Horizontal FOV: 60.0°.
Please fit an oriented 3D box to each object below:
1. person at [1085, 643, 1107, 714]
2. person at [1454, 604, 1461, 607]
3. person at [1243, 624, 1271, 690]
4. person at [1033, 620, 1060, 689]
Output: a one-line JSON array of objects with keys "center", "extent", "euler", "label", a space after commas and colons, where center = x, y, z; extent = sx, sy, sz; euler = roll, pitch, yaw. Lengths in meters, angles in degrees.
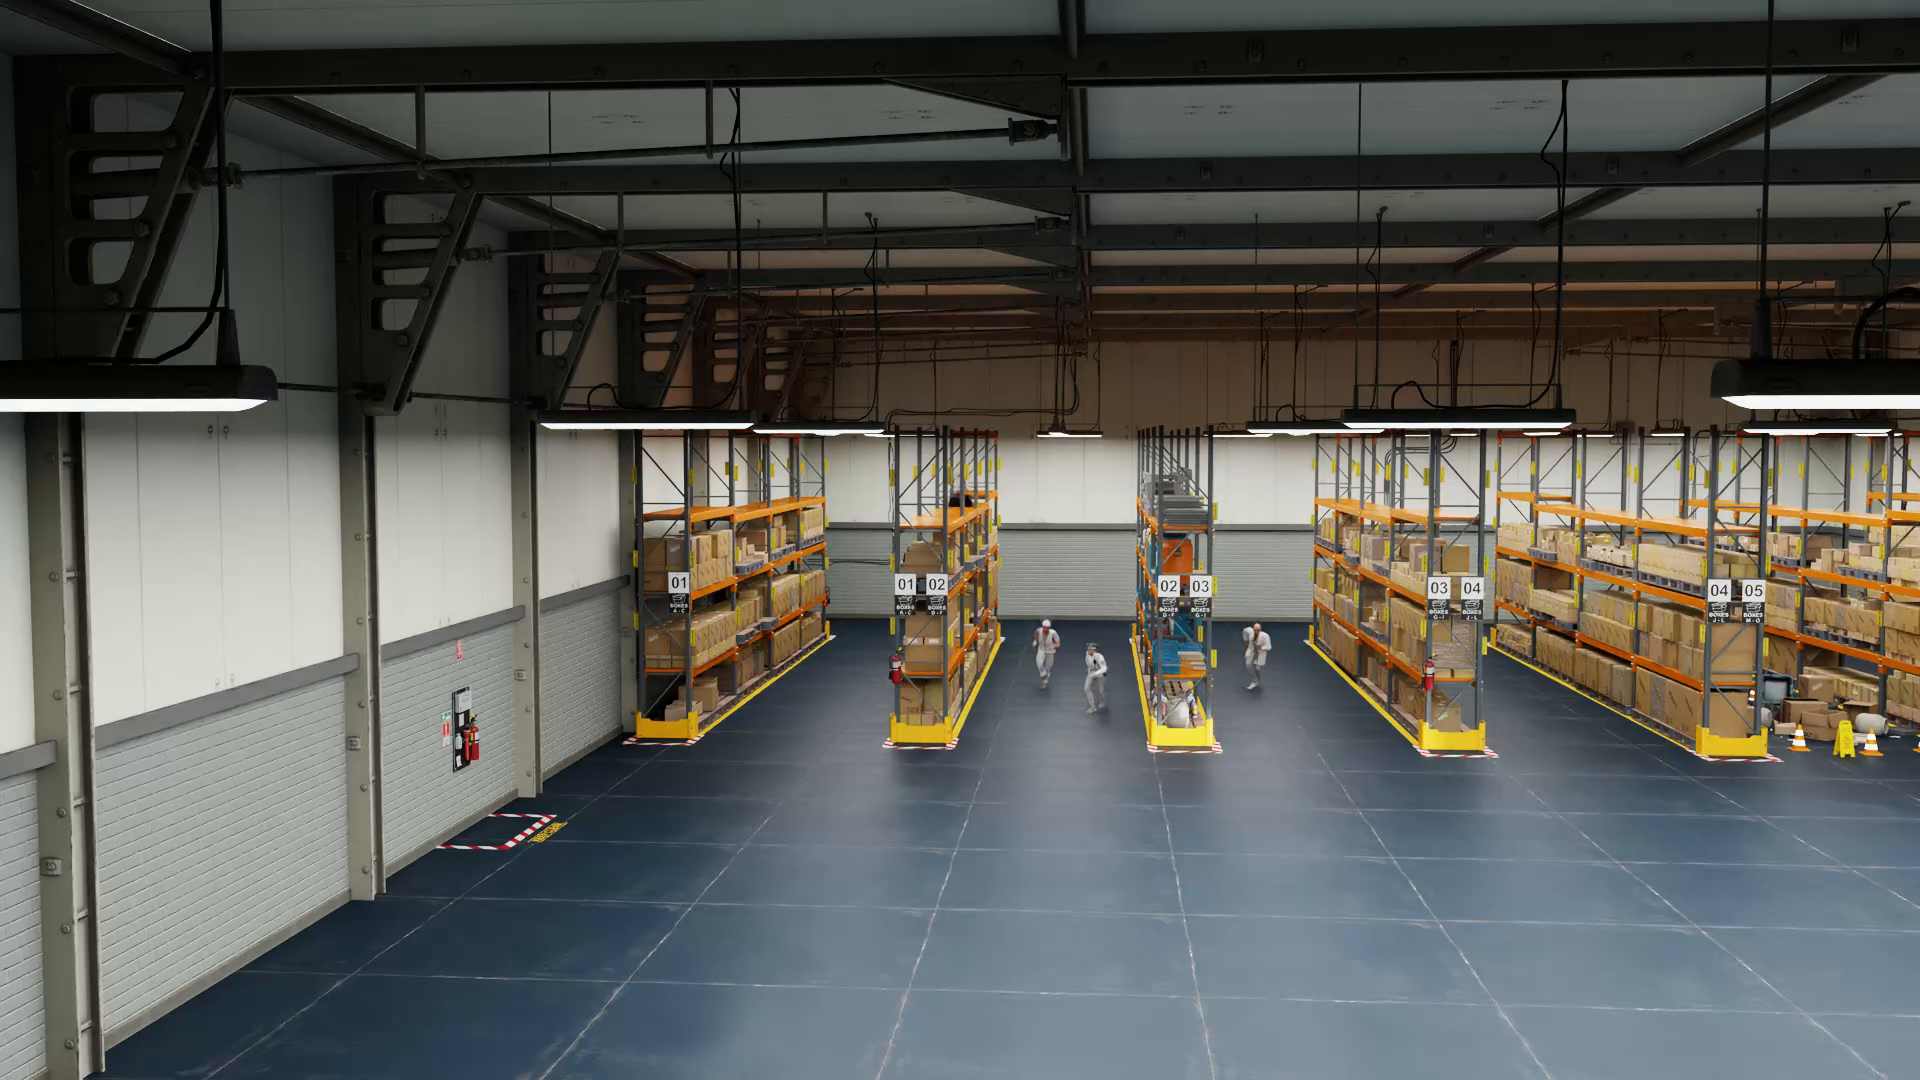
[{"center": [2.908, 2.850, 34.847], "extent": [0.597, 1.478, 1.044], "euler": [2, 4, 30], "label": "person"}, {"center": [13.788, 2.140, 46.173], "extent": [0.621, 1.685, 0.642], "euler": [1, 4, 13], "label": "person"}, {"center": [6.863, 2.665, 38.389], "extent": [0.699, 1.567, 1.234], "euler": [1, 4, 17], "label": "person"}, {"center": [1.991, 2.595, 38.290], "extent": [0.685, 1.596, 1.118], "euler": [1, 3, 9], "label": "person"}]
